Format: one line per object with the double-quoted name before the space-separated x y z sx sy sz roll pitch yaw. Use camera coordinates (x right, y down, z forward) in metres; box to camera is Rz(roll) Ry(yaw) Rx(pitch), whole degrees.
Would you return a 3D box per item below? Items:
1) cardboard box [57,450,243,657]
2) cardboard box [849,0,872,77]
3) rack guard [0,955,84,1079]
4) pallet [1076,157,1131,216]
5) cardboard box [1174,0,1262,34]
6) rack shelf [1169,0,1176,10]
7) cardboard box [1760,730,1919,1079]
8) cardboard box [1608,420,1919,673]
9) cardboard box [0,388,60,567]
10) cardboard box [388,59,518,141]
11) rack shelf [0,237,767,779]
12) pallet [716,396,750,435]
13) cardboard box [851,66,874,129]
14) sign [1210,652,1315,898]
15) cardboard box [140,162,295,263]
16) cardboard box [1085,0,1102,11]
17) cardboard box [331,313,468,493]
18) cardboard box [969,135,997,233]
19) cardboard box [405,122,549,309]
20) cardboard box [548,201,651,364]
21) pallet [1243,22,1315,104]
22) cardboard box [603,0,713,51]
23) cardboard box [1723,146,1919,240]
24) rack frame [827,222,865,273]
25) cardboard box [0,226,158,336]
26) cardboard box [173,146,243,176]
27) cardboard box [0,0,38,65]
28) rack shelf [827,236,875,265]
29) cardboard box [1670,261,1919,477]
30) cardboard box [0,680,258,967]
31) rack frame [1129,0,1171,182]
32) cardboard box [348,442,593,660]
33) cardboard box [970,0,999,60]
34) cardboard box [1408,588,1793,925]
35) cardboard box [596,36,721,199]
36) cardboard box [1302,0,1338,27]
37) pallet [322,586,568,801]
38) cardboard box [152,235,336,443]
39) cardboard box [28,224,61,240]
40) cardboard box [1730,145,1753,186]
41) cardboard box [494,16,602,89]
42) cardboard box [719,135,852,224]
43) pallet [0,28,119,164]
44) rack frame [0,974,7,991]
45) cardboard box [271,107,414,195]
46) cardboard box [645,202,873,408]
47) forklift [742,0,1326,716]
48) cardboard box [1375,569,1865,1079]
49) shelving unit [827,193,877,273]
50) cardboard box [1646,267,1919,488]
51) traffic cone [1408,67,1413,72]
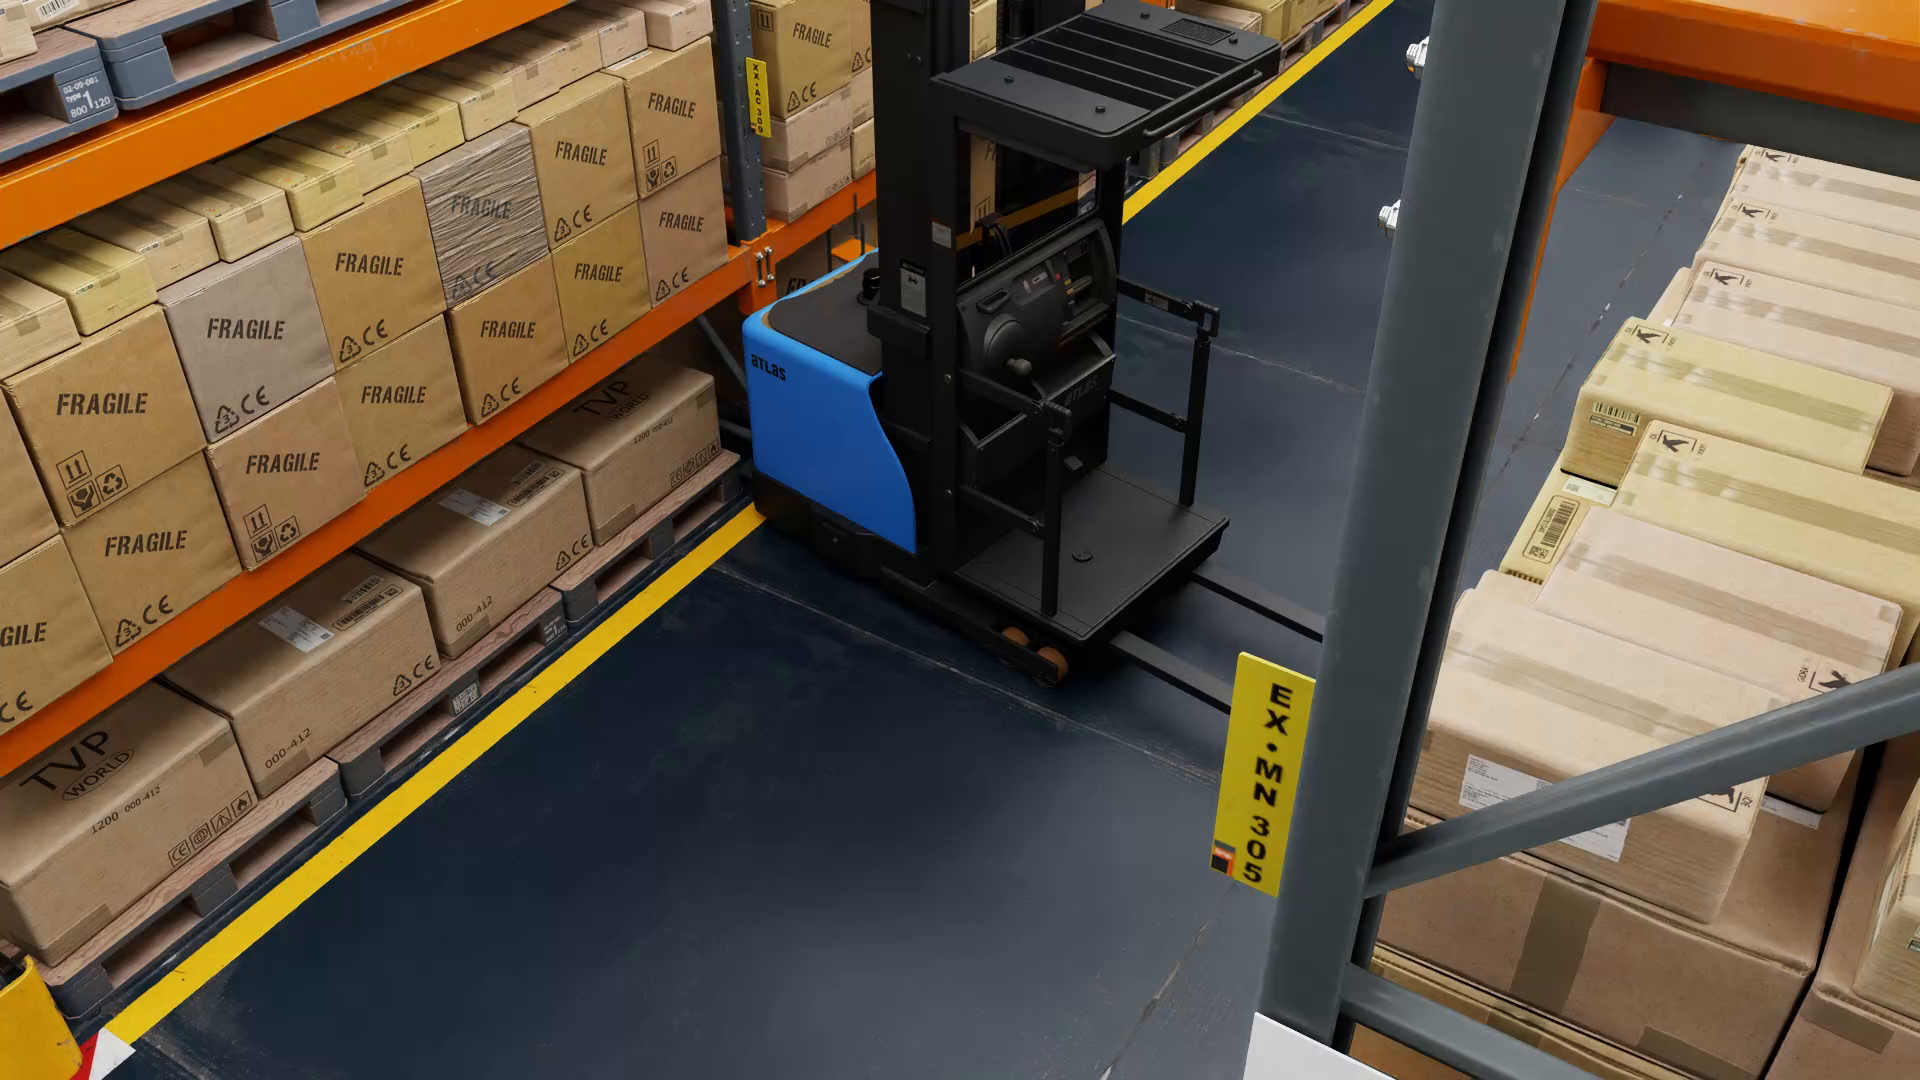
"cardboard box" -2.701 -0.040 5.263 0.500 0.500 0.500 21 42 25
"cardboard box" -0.578 -2.479 7.608 0.500 0.500 0.500 21 42 25
"rack guard" -3.461 1.425 5.492 1.175 0.500 0.348 21 42 25
"pallet" 0.352 -2.215 10.451 1.003 0.211 1.213 21 42 25
"cardboard box" 1.537 -3.498 11.639 0.950 0.372 0.625 20 42 24
"rack shelf" 1.909 -4.447 11.652 1.077 0.370 4.000 21 42 25
"cardboard box" 1.245 0.517 1.879 0.500 0.250 0.500 22 43 26
"cardboard box" 1.067 0.010 2.210 0.380 0.149 0.250 20 42 24
"cardboard box" -2.951 -0.167 4.609 0.500 0.500 0.500 20 42 24
"cardboard box" -1.801 -1.566 5.892 0.380 0.149 0.250 21 42 25
"rack shelf" -2.377 -0.323 6.302 1.077 0.370 4.000 21 42 25
"pallet" -0.956 -0.957 8.819 1.003 0.211 1.213 21 42 25
"cardboard box" -0.576 -2.190 7.848 0.500 0.250 0.500 22 43 26
"sign" 0.328 0.259 1.775 0.100 0.325 0.005 21 42 25
"cardboard box" -2.317 -1.026 5.192 0.380 0.149 0.250 22 43 26
"cardboard box" 0.525 -3.028 9.344 0.500 0.250 0.500 22 43 26
"cardboard box" -2.159 -0.560 5.938 0.500 0.500 0.500 23 43 27
"cardboard box" -0.084 -2.239 9.594 0.875 0.875 0.875 22 43 26
"cardboard box" -1.869 -1.217 5.971 0.500 0.500 0.500 22 43 26
"cardboard box" -1.609 -1.089 6.624 0.500 0.500 0.500 20 42 24
"pallet" 1.912 -3.626 12.280 1.003 0.211 1.213 21 42 25
"cardboard box" -1.202 -2.069 6.545 0.380 0.149 0.250 20 42 24
"cardboard box" 1.558 -0.548 2.934 0.380 0.149 0.250 20 42 24
"rack frame" -0.544 -1.040 8.065 0.240 1.200 0.006 29 47 29
"cardboard box" -2.582 -0.759 4.845 0.380 0.149 0.250 20 42 24
"cardboard box" -2.631 -1.325 5.580 0.380 0.149 0.250 23 43 26
"cardboard box" -2.671 -1.357 4.377 0.380 0.149 0.250 23 43 27
"rack shelf" -0.478 -1.326 7.917 0.258 0.103 0.180 29 47 29
"cardboard box" 1.304 -0.272 2.576 0.380 0.149 0.250 20 42 24
"cardboard box" -3.179 0.898 5.882 0.875 0.438 0.875 20 42 24
"rack frame" 0.838 -3.701 10.094 1.000 3.000 0.127 21 42 25
"cardboard box" -2.211 -0.041 7.100 0.875 0.438 0.875 20 42 24
"cardboard box" -0.014 -2.703 8.513 0.500 0.250 0.500 20 42 24
"cardboard box" 0.715 0.238 1.914 0.380 0.149 0.250 21 42 25
"cardboard box" -1.325 -1.741 6.651 0.500 0.500 0.500 21 42 25
"cardboard box" 2.319 -4.246 12.609 0.950 0.372 0.625 24 44 28
"pallet" -2.432 0.463 6.976 1.003 0.211 1.213 21 42 25
"cardboard box" -2.411 -0.704 5.305 0.500 0.500 0.500 21 42 25
"cardboard box" -2.873 -1.047 5.220 0.380 0.149 0.250 21 42 25
"cardboard box" 1.916 -0.719 3.482 0.500 0.250 0.500 22 43 26
"cardboard box" -1.576 -1.843 6.252 0.380 0.149 0.250 21 42 25
"cardboard box" -0.847 -1.720 7.648 0.500 0.250 0.500 20 42 24
"pallet" -3.060 -1.116 4.356 1.003 0.211 1.213 21 42 25
"rack frame" -3.448 0.423 4.745 1.000 3.000 0.127 21 42 25
"cardboard box" -2.059 -1.299 5.546 0.380 0.149 0.250 21 42 25
"cardboard box" -1.041 -1.310 8.389 0.875 0.875 0.875 23 43 26
"forklift" 0.479 -0.912 6.533 3.031 2.935 1.130 27 45 31
"cardboard box" 0.817 0.343 2.105 0.500 0.250 0.500 20 42 24
"shelving unit" -0.485 -1.084 8.119 0.258 1.200 0.189 29 47 29
"cardboard box" 1.367 -0.185 2.789 0.500 0.250 0.500 22 43 26
"traffic cone" 3.498 -3.662 12.121 0.336 0.463 0.334 21 42 25
